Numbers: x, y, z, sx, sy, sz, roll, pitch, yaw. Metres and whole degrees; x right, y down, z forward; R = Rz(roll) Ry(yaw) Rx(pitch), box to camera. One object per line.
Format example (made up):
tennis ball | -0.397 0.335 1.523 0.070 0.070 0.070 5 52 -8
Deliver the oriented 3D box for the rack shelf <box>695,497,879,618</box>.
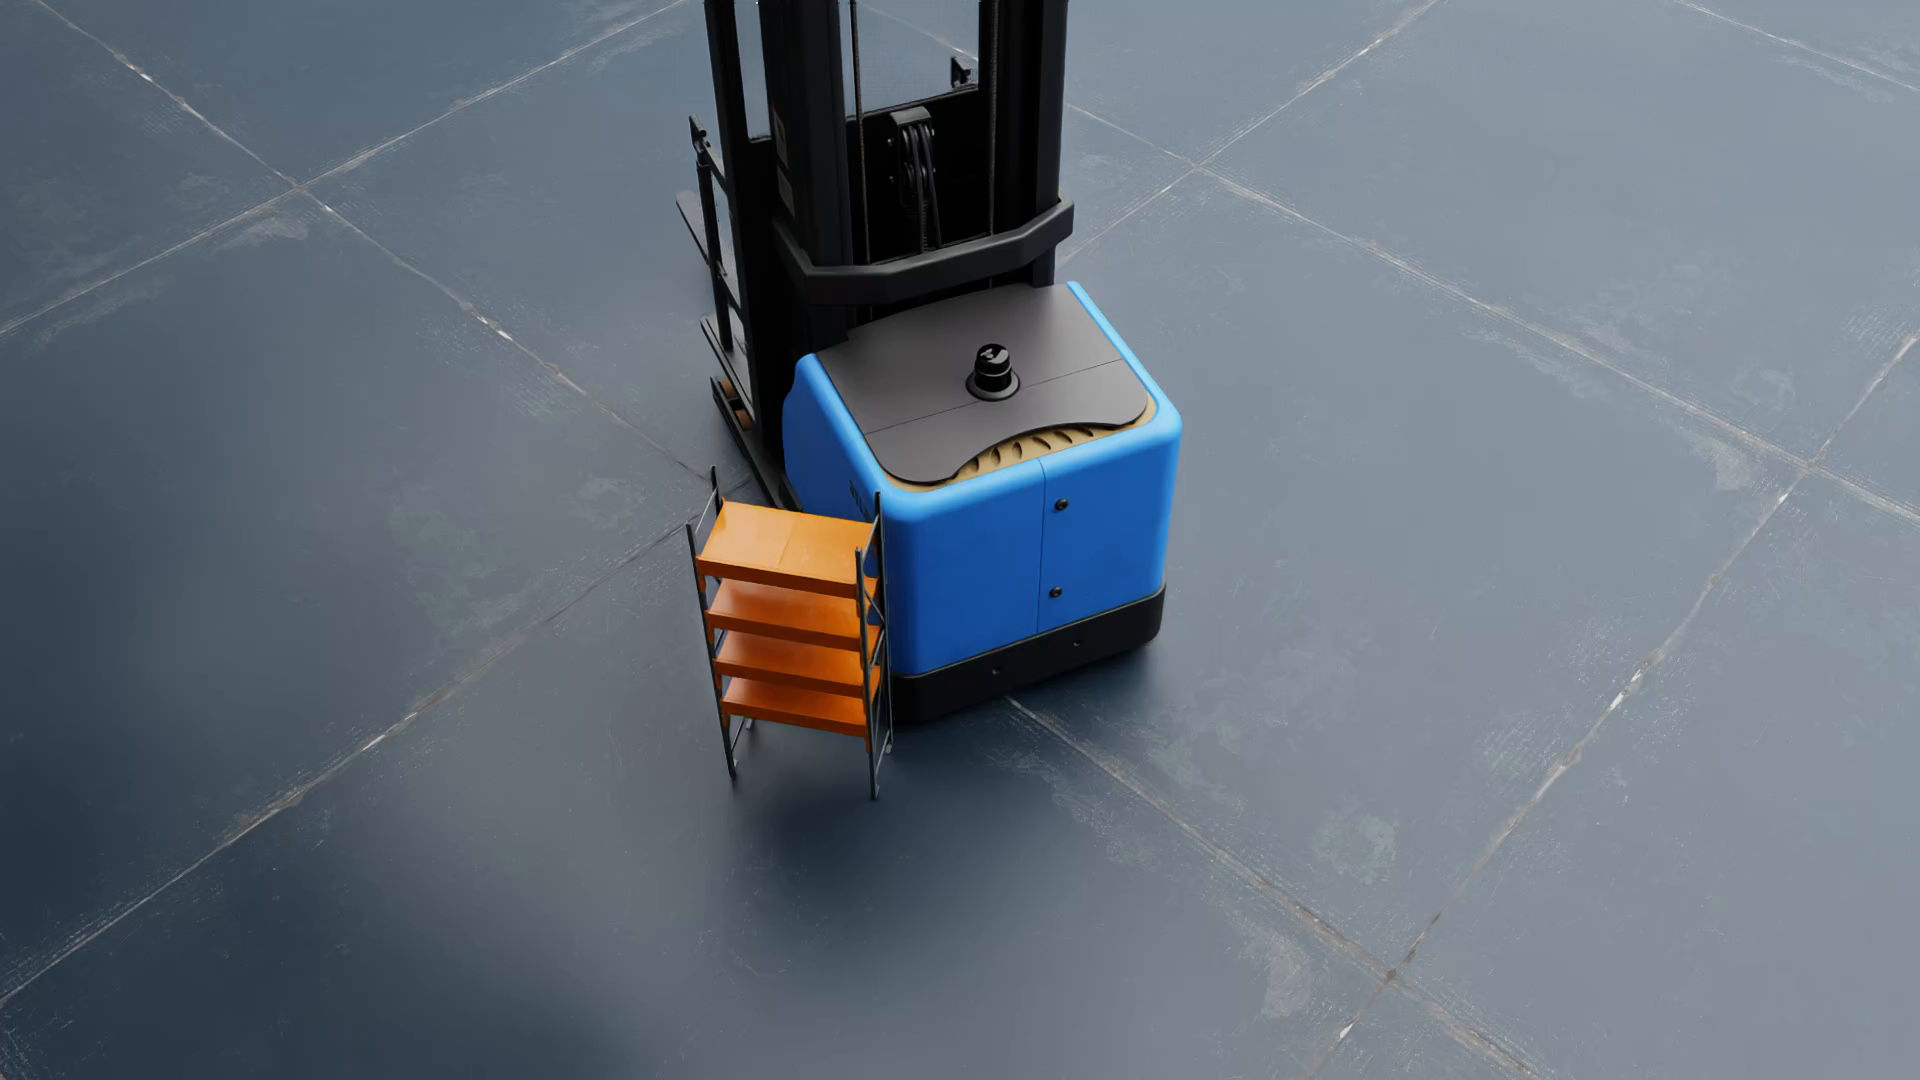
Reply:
rack shelf | -0.496 0.049 4.842 0.480 0.148 0.258 9 47 8

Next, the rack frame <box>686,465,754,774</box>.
rack frame | -0.735 0.280 5.163 0.015 1.200 0.240 9 47 8

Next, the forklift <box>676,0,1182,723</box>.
forklift | -0.346 -1.481 5.630 1.130 2.935 3.031 -18 49 -16

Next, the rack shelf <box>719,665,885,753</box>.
rack shelf | -0.496 0.500 5.322 0.480 0.148 0.258 9 47 8

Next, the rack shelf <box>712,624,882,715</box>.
rack shelf | -0.496 0.364 5.177 0.480 0.148 0.258 9 47 8

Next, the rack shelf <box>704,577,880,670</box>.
rack shelf | -0.496 0.211 5.014 0.480 0.148 0.258 9 47 8

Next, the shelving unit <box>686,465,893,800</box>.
shelving unit | -0.496 0.318 5.128 0.503 1.200 0.258 9 47 8

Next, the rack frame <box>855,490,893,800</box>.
rack frame | -0.258 0.355 5.093 0.015 1.200 0.240 9 47 8
